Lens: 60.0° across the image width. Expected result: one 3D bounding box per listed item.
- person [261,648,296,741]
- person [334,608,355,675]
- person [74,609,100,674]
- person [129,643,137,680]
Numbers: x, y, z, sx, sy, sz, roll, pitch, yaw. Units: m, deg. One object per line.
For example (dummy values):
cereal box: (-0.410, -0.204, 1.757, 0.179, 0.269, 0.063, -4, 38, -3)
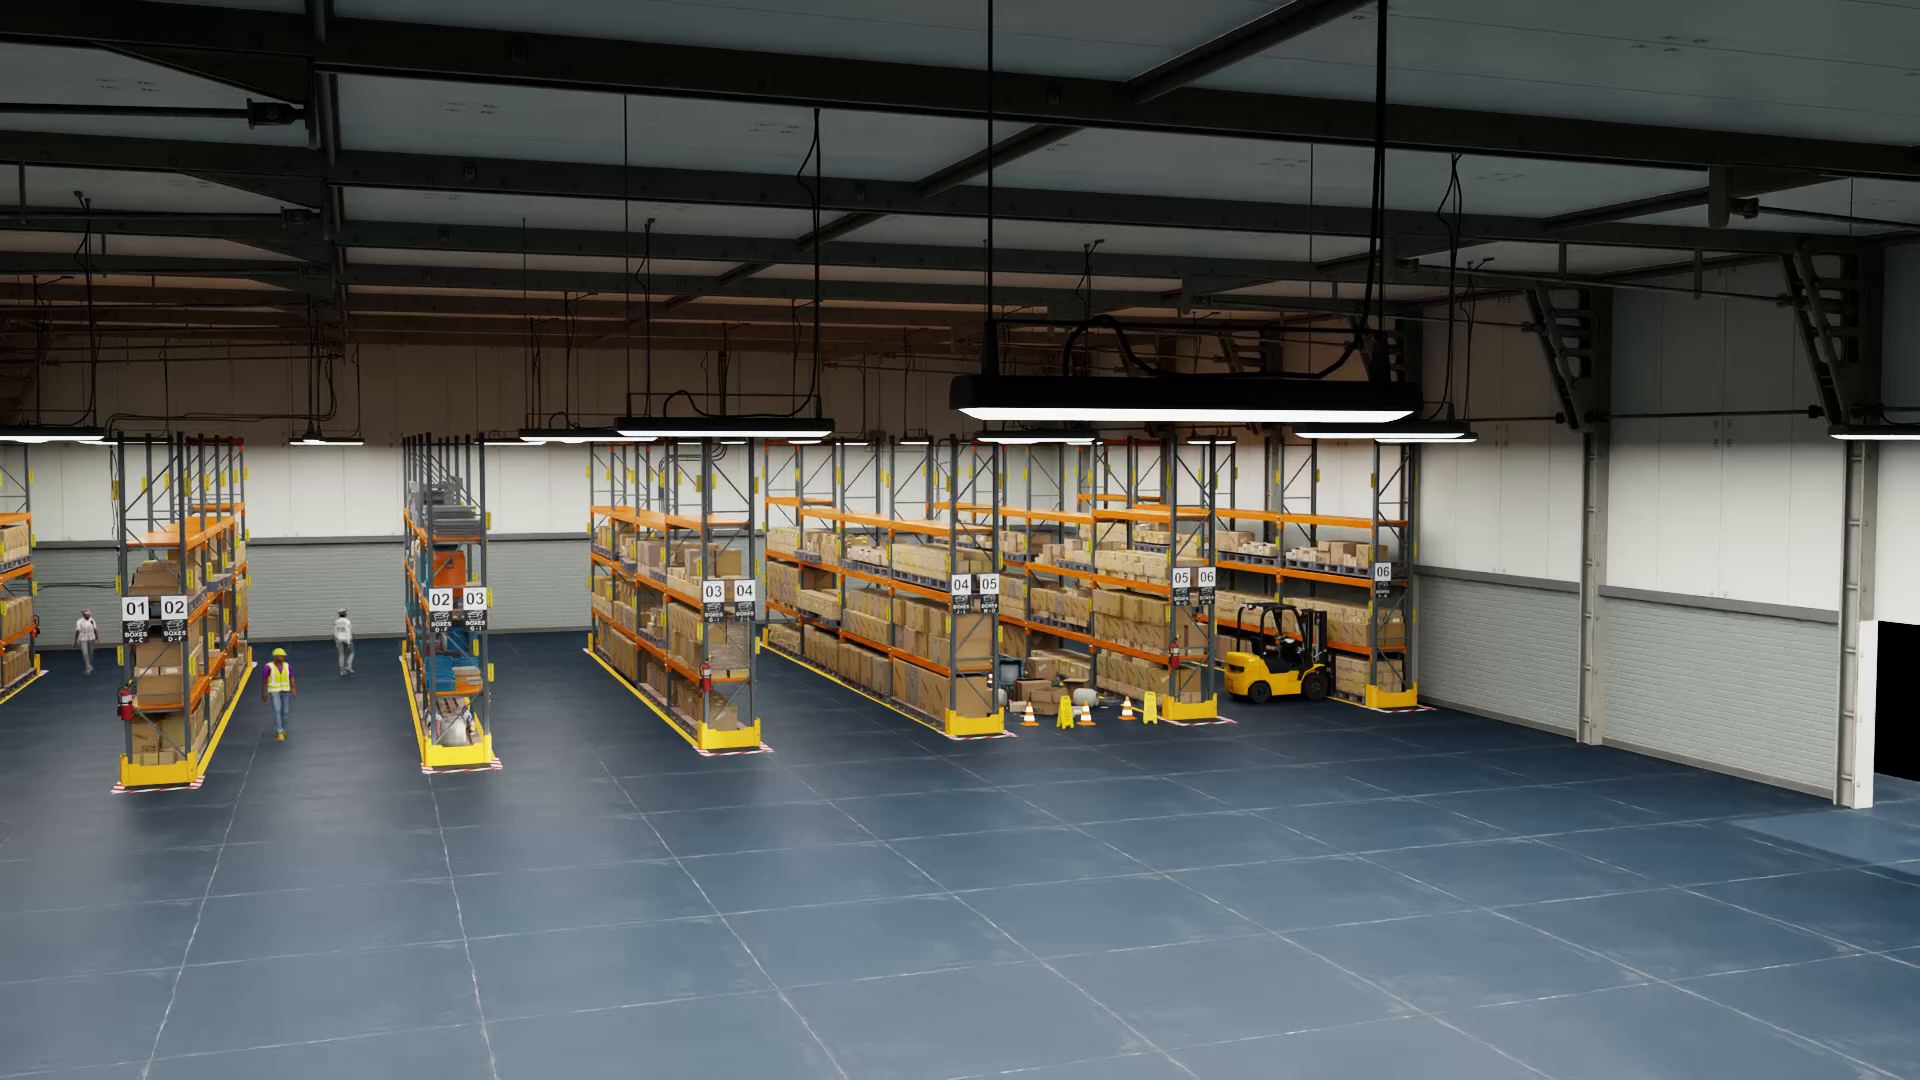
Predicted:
person: (-13.394, 3.039, 32.852, 0.600, 1.765, 0.781, -3, 4, -44)
person: (-15.536, 2.557, 41.890, 0.489, 1.673, 0.504, 0, 3, -5)
person: (-22.150, 2.549, 42.229, 0.574, 1.620, 0.982, -3, 4, -41)
person: (-20.123, 2.570, 40.773, 0.615, 1.768, 0.555, 0, 3, -6)
